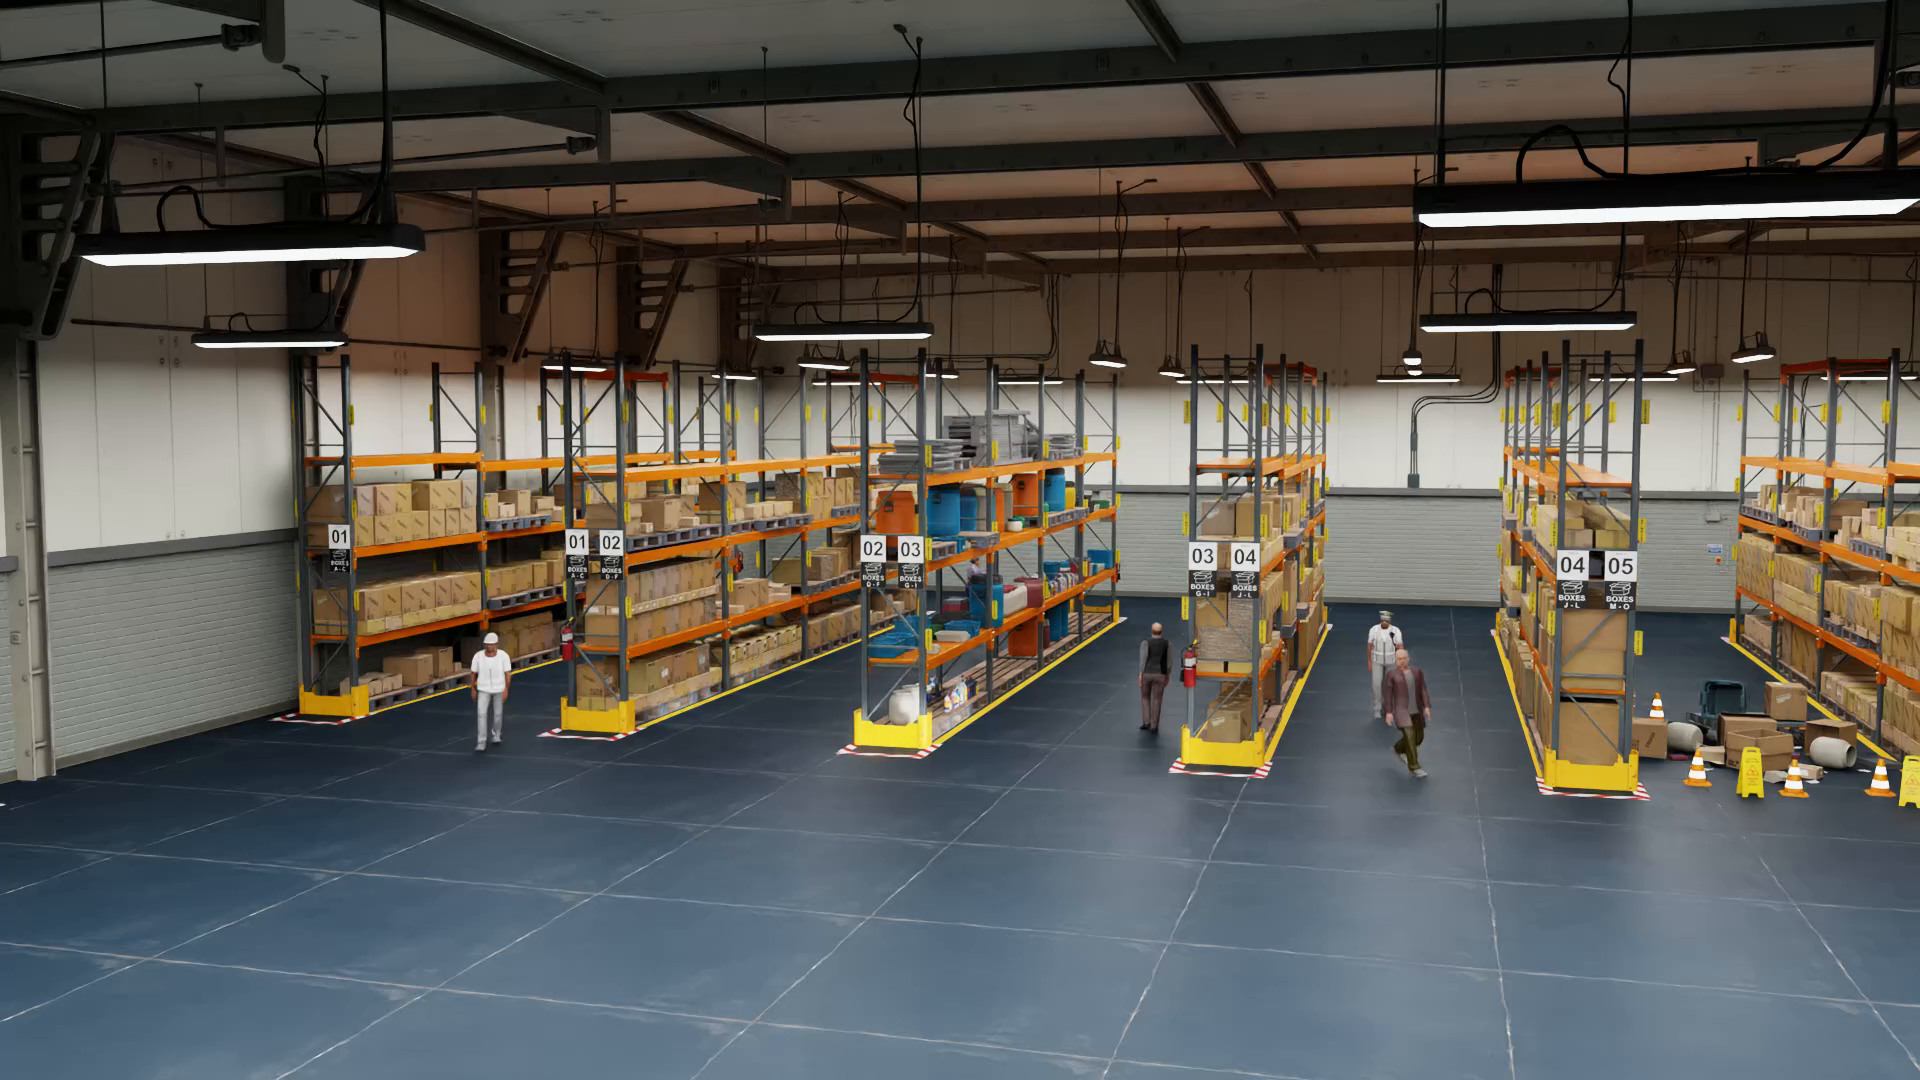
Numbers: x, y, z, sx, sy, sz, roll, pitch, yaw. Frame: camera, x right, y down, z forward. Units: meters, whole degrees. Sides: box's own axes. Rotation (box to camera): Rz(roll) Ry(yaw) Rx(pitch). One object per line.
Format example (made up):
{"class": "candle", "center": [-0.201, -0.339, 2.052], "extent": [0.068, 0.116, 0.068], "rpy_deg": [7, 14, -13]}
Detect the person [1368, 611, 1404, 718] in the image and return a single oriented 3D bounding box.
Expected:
{"class": "person", "center": [7.092, 2.068, 27.729], "extent": [0.583, 1.776, 0.665], "rpy_deg": [1, 4, 15]}

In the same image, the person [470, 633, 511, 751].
{"class": "person", "center": [-7.035, 2.245, 24.955], "extent": [0.591, 1.709, 0.998], "rpy_deg": [-1, 5, -19]}

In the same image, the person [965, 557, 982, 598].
{"class": "person", "center": [0.336, 1.231, 39.644], "extent": [0.396, 1.706, 0.567], "rpy_deg": [-2, 5, -26]}

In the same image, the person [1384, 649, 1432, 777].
{"class": "person", "center": [6.256, 2.391, 23.202], "extent": [0.580, 1.740, 0.952], "rpy_deg": [-1, 4, -16]}

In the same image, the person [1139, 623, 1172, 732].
{"class": "person", "center": [3.097, 2.197, 26.334], "extent": [0.526, 1.770, 0.613], "rpy_deg": [1, 4, 7]}
